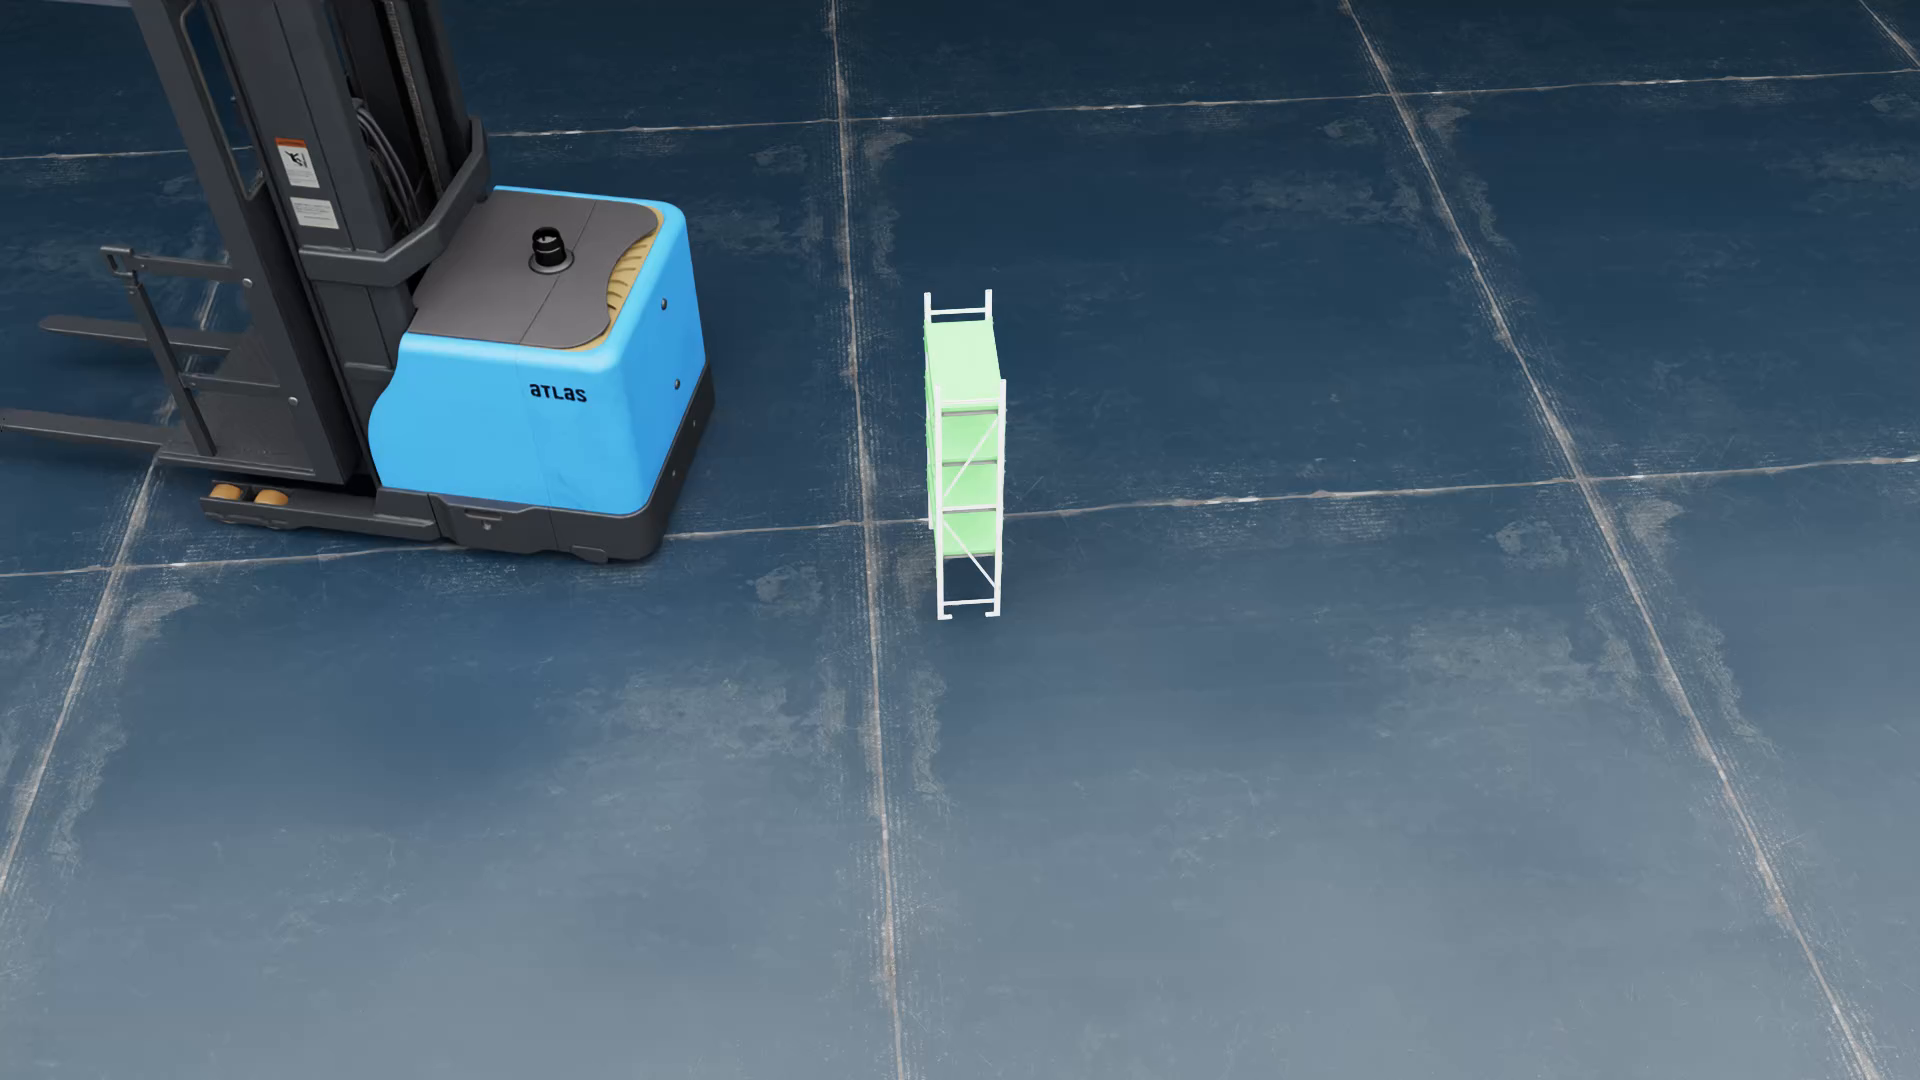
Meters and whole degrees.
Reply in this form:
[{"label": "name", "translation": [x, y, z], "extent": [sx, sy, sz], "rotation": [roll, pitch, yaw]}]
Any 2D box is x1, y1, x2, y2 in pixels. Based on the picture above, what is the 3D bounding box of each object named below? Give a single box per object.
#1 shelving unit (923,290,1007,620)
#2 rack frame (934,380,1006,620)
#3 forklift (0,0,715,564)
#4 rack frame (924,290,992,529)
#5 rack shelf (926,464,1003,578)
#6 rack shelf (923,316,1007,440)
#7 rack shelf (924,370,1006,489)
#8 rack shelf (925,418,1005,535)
[{"label": "shelving unit", "translation": [0.014, -0.293, 6.201], "extent": [0.258, 1.200, 0.503], "rotation": [-3, 47, -3]}, {"label": "rack frame", "translation": [0.034, -0.116, 6.034], "extent": [0.240, 1.200, 0.015], "rotation": [-3, 47, -3]}, {"label": "forklift", "translation": [-2.627, -1.424, 6.080], "extent": [3.031, 2.935, 1.130], "rotation": [7, 47, 6]}, {"label": "rack frame", "translation": [-0.007, -0.469, 6.368], "extent": [0.240, 1.200, 0.015], "rotation": [-3, 47, -3]}, {"label": "rack shelf", "translation": [0.014, -0.084, 6.422], "extent": [0.258, 0.148, 0.480], "rotation": [-3, 47, -3]}, {"label": "rack shelf", "translation": [0.014, -0.579, 5.899], "extent": [0.258, 0.148, 0.480], "rotation": [-3, 47, -3]}, {"label": "rack shelf", "translation": [0.014, -0.414, 6.073], "extent": [0.258, 0.148, 0.480], "rotation": [-3, 47, -3]}, {"label": "rack shelf", "translation": [0.014, -0.249, 6.247], "extent": [0.258, 0.148, 0.480], "rotation": [-3, 47, -3]}]
